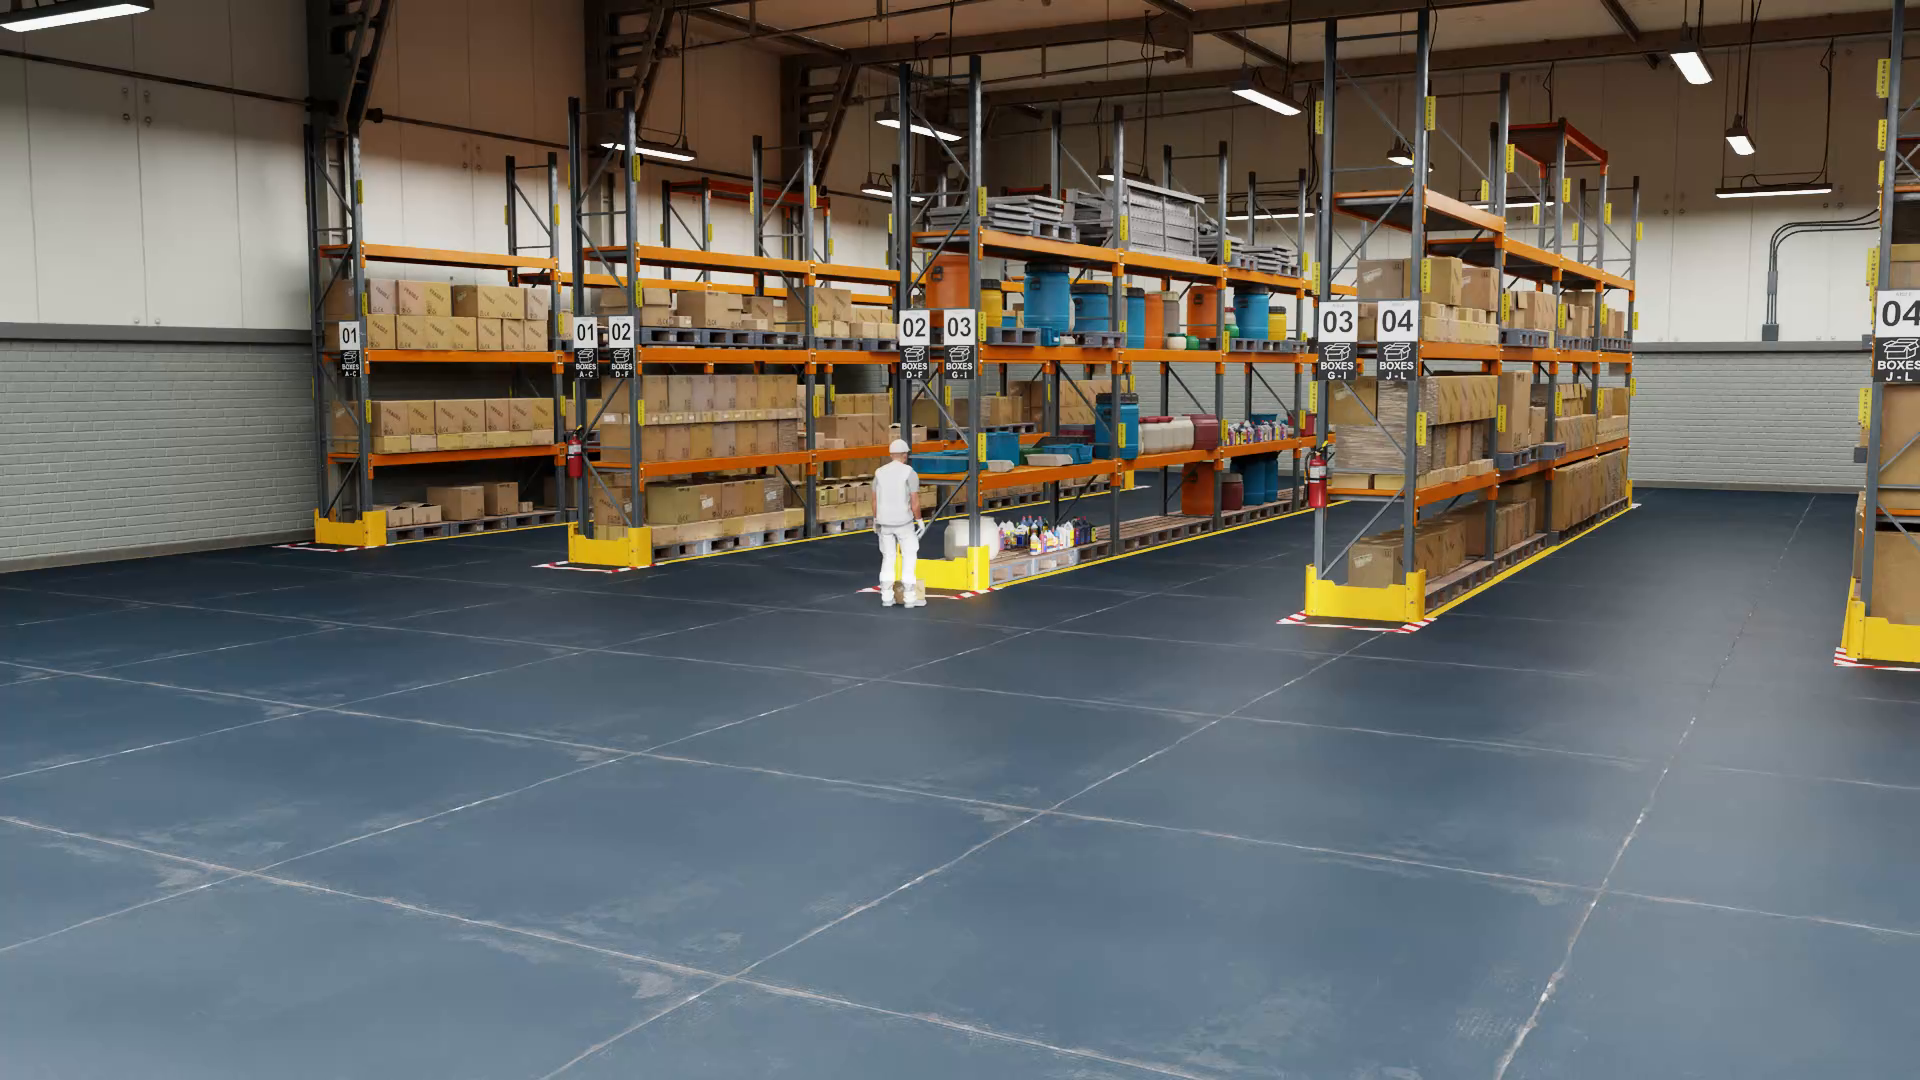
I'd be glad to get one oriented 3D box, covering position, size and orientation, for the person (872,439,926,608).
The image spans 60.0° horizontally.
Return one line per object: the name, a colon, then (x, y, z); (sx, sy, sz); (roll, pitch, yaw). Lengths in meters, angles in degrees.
person: (-0.652, -0.181, 17.765); (0.602, 1.779, 0.455); (3, 7, 28)
